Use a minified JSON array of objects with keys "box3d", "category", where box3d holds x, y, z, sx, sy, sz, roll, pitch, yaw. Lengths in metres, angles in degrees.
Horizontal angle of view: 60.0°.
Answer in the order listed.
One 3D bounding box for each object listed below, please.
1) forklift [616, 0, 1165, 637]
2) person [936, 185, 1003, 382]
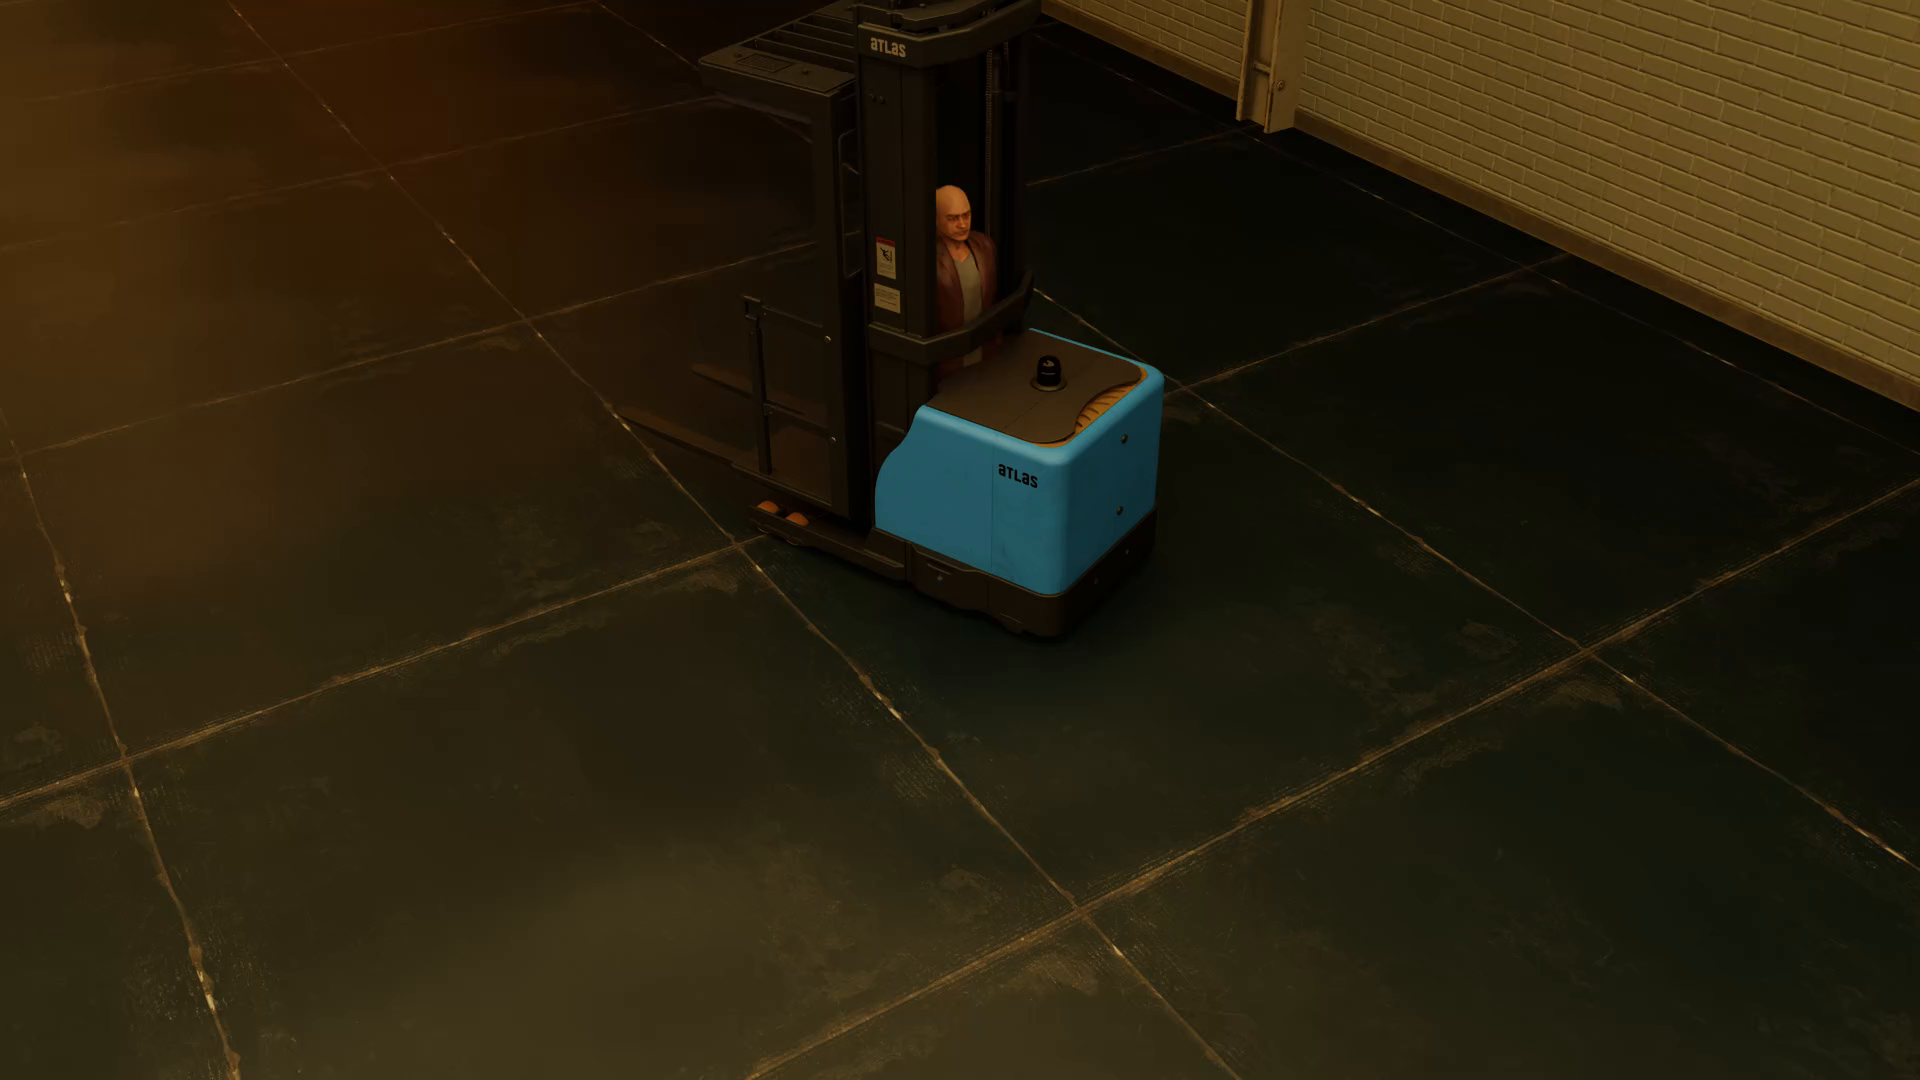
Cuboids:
[{"box3d":[-0.500,-1.399,8.138,3.031,2.935,1.130,22,41,28],"category":"forklift"},{"box3d":[-0.016,-0.895,8.080,0.548,1.710,0.331,-21,40,-27],"category":"person"}]
